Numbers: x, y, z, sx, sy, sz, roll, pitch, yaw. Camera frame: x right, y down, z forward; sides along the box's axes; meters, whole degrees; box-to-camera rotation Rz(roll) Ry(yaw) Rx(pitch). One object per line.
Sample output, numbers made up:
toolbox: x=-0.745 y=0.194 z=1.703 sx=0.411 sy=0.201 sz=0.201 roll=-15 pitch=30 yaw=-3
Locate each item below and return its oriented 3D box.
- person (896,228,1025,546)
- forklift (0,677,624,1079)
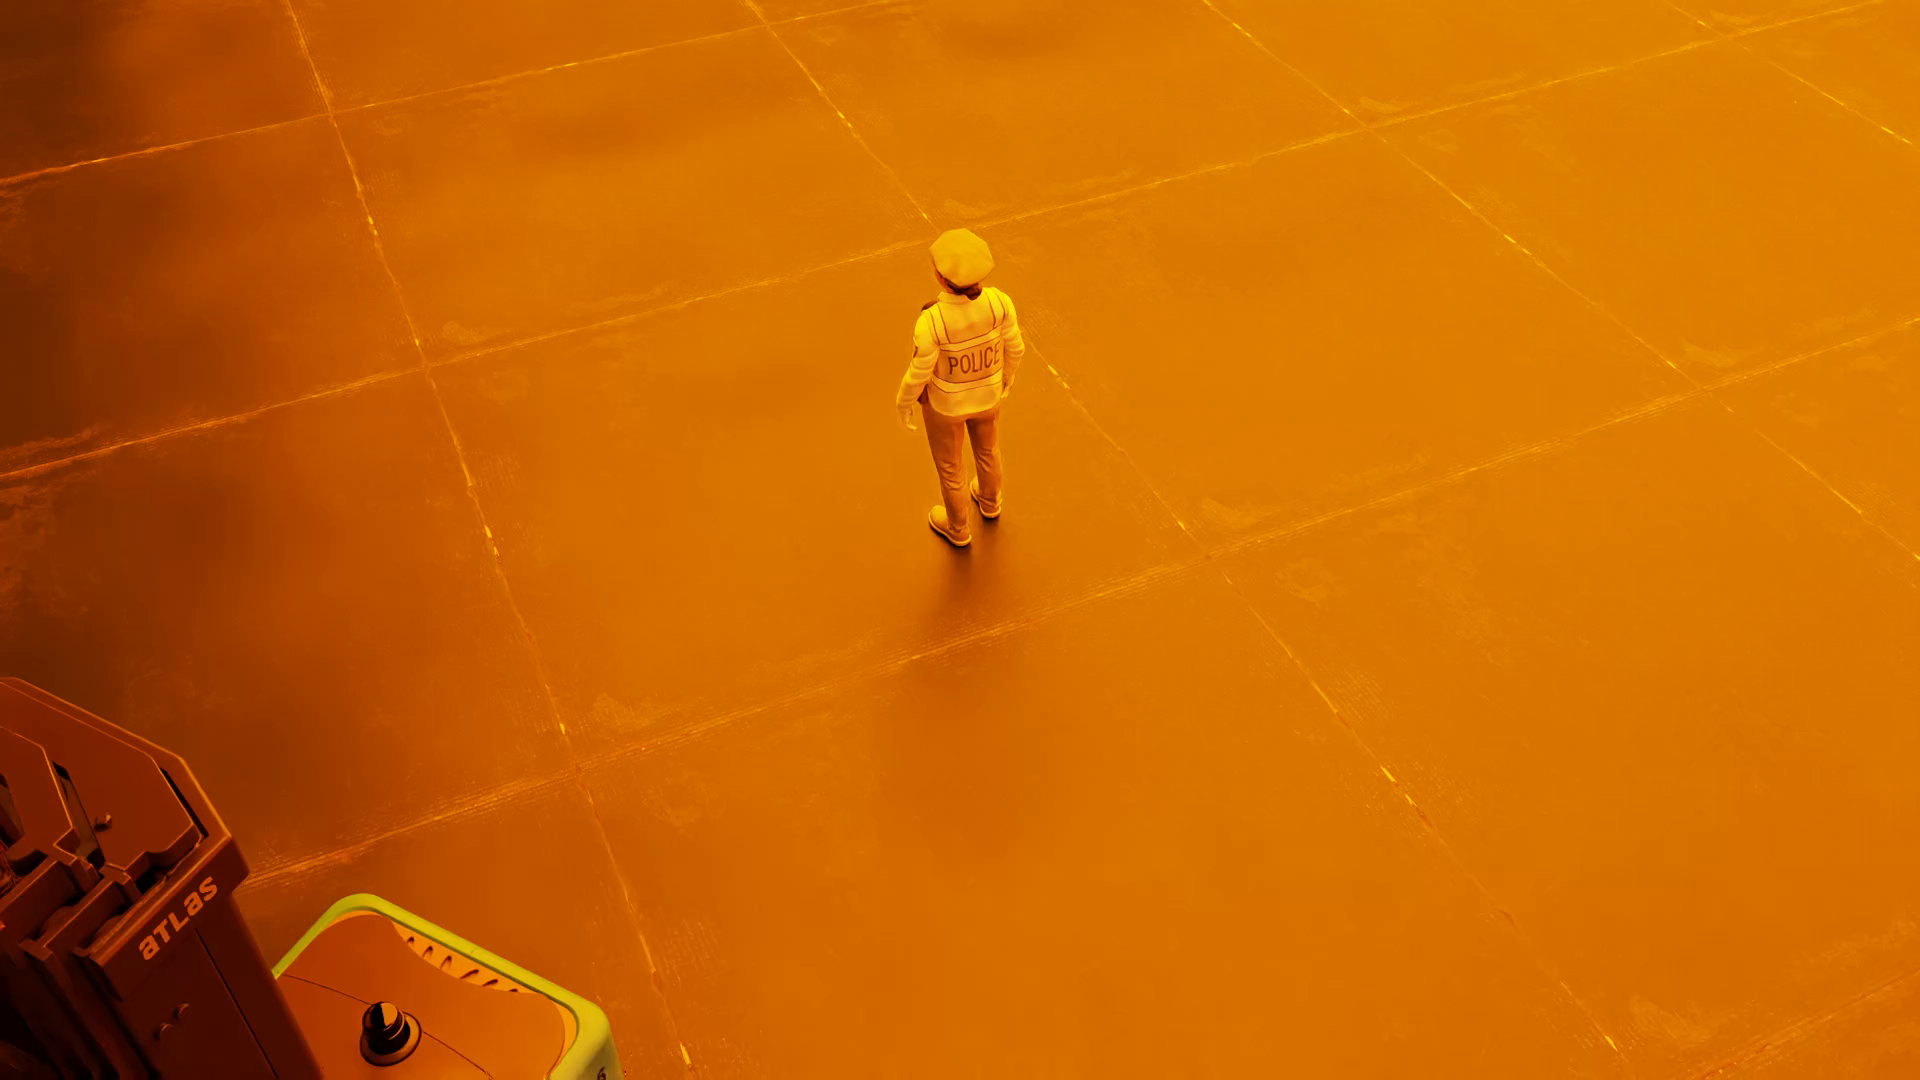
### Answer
person: x=-0.023 y=-0.669 z=7.293 sx=0.587 sy=1.695 sz=0.531 roll=-18 pitch=46 yaw=-18
forklift: x=-2.119 y=1.824 z=3.725 sx=1.130 sy=2.935 sz=3.031 roll=19 pitch=46 yaw=19
